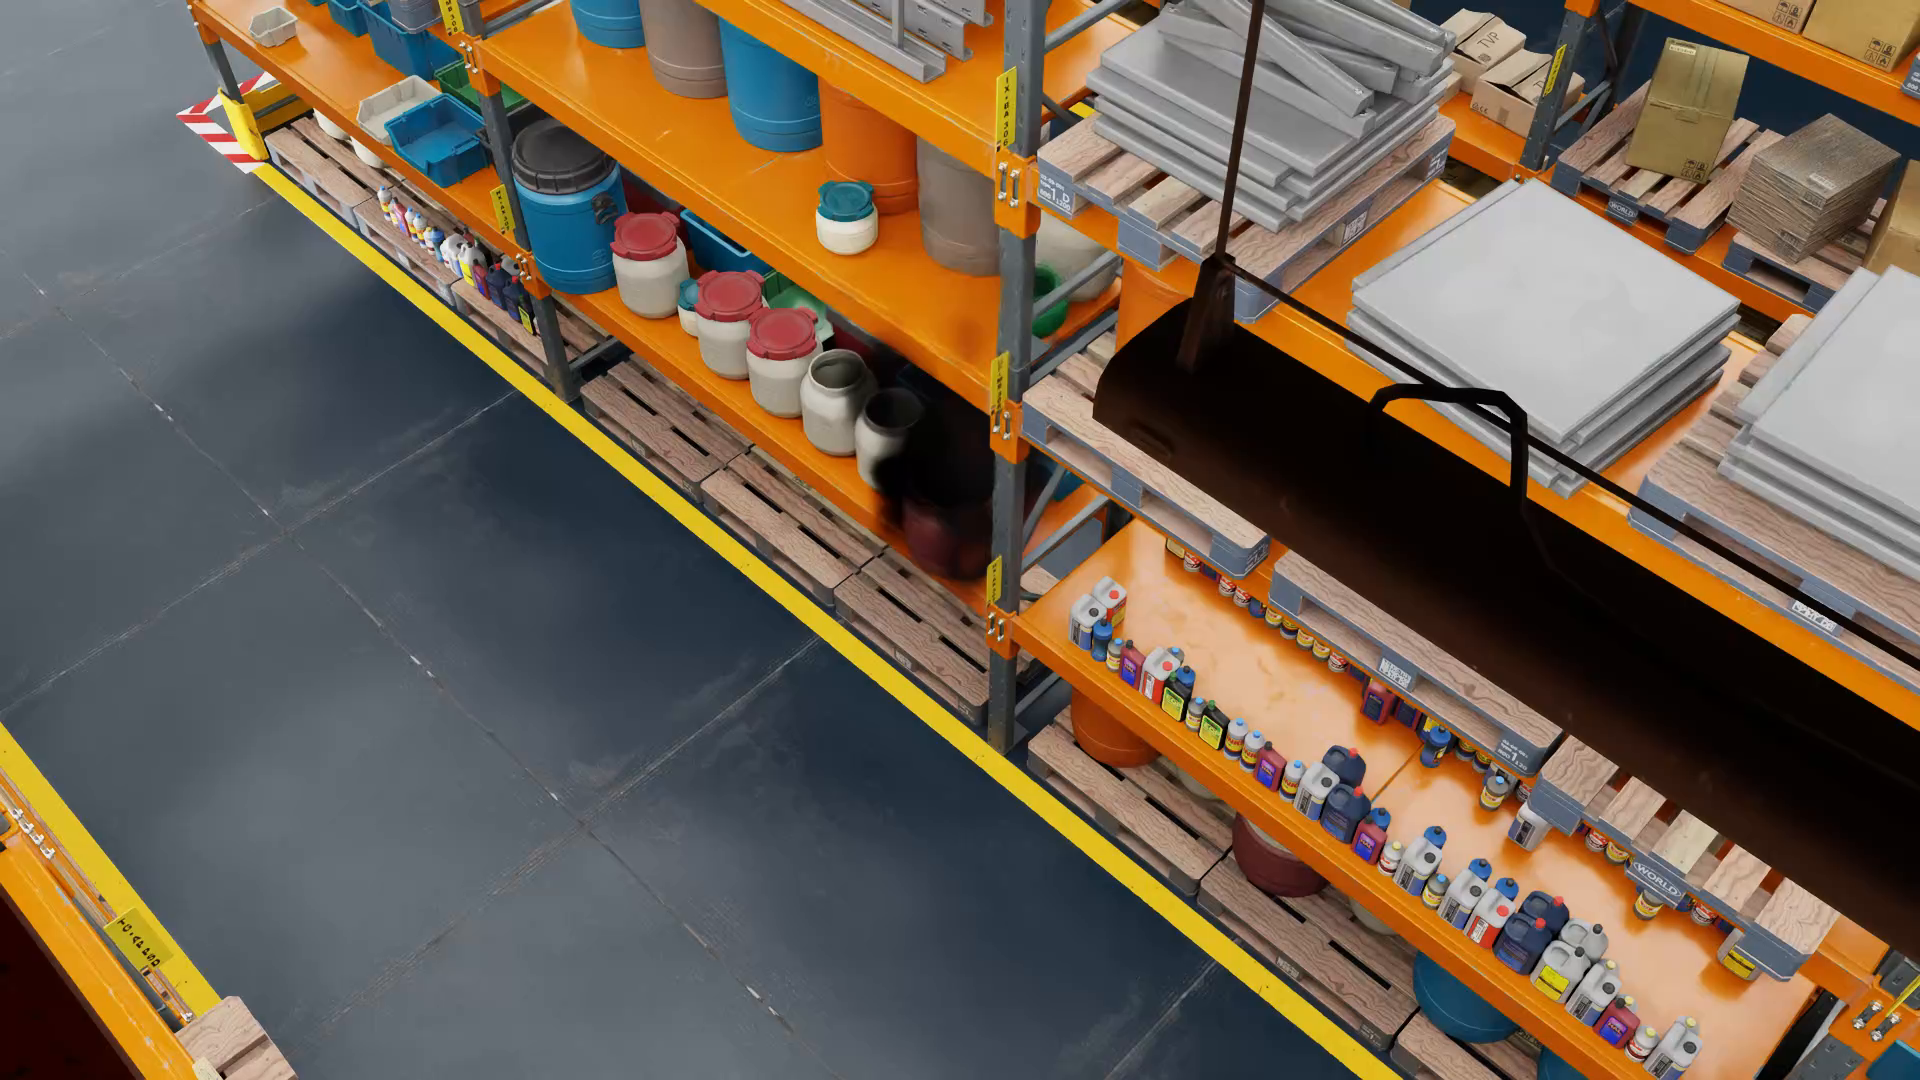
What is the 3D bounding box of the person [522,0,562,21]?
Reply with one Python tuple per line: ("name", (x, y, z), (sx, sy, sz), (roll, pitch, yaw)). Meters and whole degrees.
("person", (-3.235, -4.137, 12.754), (0.624, 1.660, 0.593), (30, 56, 23))
